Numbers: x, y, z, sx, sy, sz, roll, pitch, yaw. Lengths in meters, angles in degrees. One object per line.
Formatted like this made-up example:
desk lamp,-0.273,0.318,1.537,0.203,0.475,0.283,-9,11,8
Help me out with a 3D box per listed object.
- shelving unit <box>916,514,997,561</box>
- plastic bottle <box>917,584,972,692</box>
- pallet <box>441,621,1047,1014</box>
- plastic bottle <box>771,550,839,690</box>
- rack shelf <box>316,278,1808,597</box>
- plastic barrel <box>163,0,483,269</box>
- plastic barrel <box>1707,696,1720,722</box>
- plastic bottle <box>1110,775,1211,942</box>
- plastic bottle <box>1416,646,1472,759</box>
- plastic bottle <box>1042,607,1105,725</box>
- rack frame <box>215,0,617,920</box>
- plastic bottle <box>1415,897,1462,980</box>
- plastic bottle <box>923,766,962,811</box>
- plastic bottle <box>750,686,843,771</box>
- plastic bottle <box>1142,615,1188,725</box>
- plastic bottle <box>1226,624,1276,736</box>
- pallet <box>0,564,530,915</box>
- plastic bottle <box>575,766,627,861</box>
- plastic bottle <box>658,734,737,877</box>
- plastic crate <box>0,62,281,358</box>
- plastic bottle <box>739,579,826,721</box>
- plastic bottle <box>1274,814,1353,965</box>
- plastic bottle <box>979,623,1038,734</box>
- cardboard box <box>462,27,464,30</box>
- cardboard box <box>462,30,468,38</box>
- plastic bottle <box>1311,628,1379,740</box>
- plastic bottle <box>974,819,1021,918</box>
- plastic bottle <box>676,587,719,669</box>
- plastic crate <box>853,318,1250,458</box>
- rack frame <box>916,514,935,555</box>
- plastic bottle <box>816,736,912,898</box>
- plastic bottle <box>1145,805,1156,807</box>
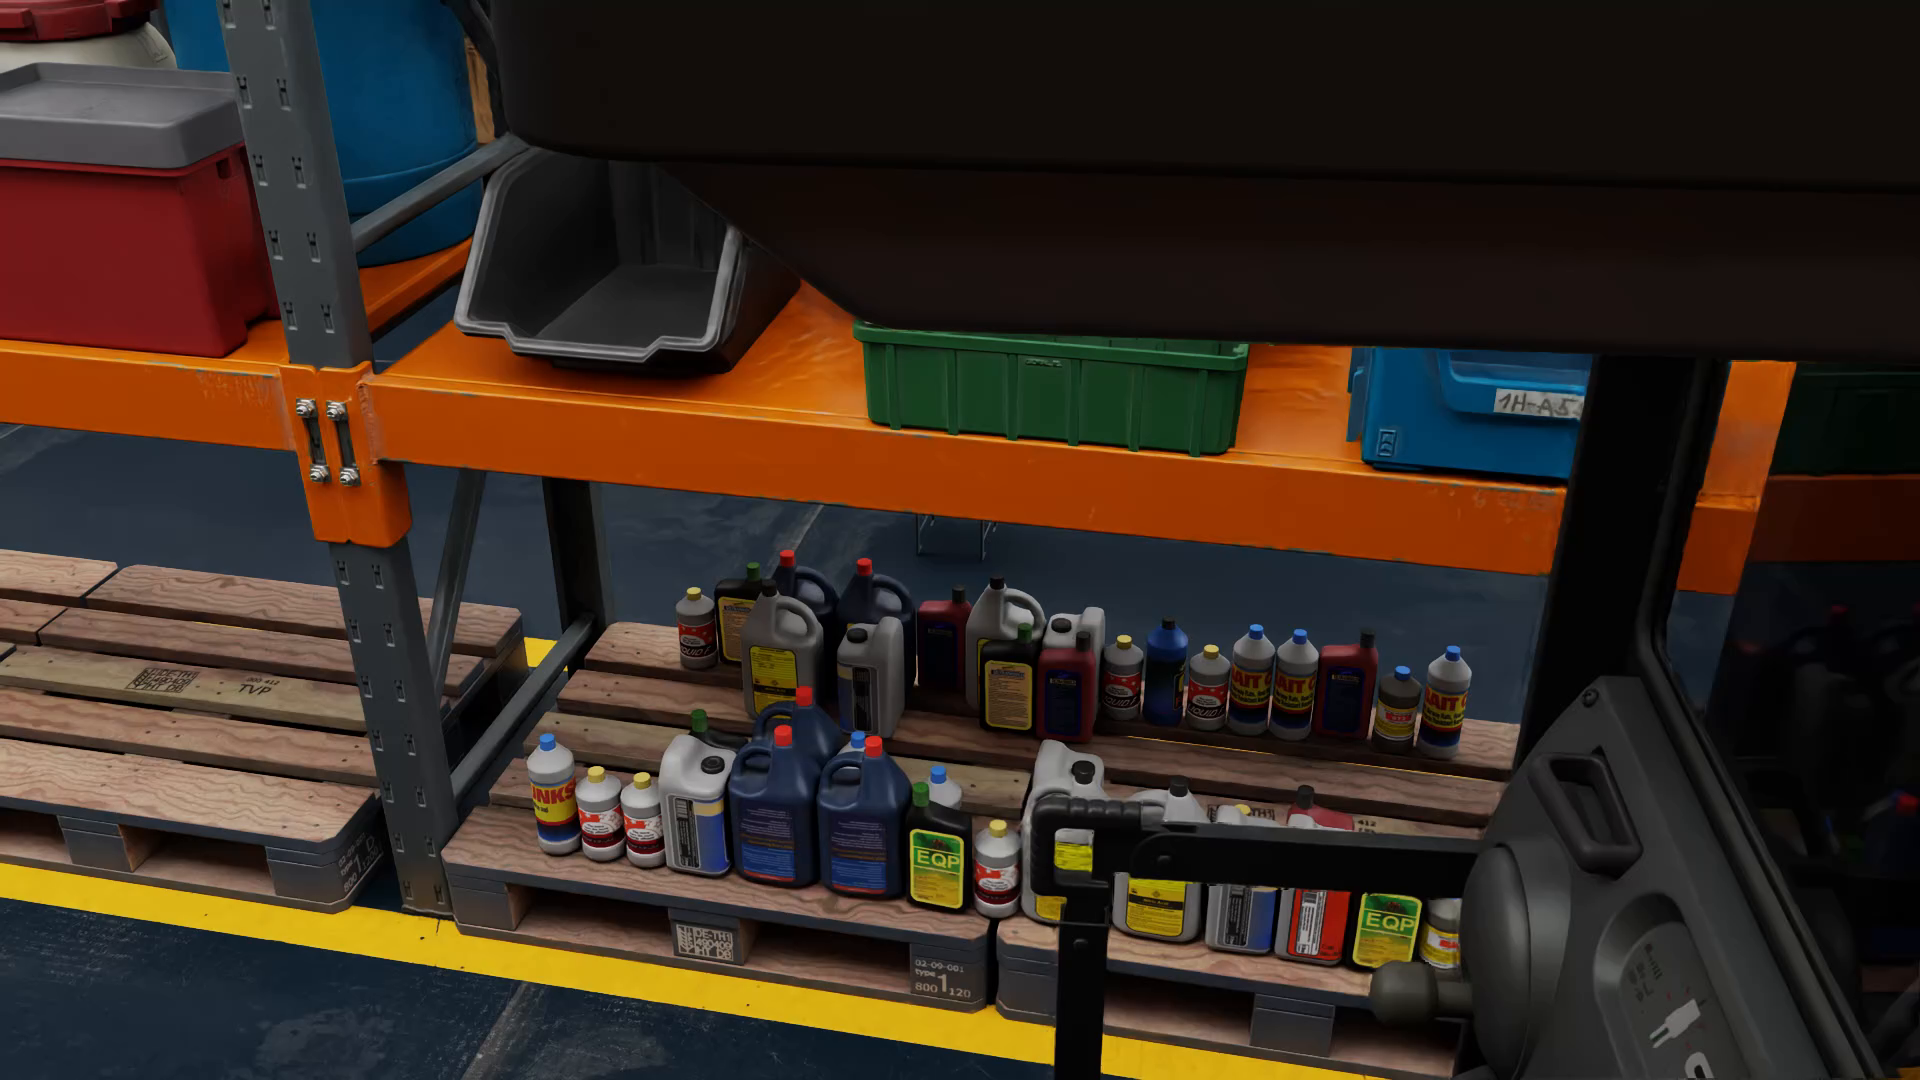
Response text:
shelving unit,-0.008,-0.396,5.035,0.210,0.900,0.258,6,29,11
plastic bottle,-0.037,0.234,4.070,0.133,0.283,0.061,8,30,14
pallet,-0.435,0.600,3.934,1.213,0.211,1.003,6,29,11
plastic bottle,-0.393,0.188,4.083,0.185,0.351,0.144,5,29,9
rack shelf,0.873,-0.194,3.230,4.000,0.370,1.077,6,29,11
plastic barrel,-1.398,-1.111,3.634,0.708,0.901,0.600,6,29,11
plastic barrel,1.679,0.518,3.334,0.421,0.512,0.421,0,29,0
plastic bottle,0.402,0.615,3.303,0.185,0.351,0.144,7,29,13
plastic bottle,1.121,0.367,3.840,0.097,0.271,0.097,0,29,0
plastic bottle,0.269,0.291,3.973,0.135,0.276,0.152,6,29,11
rack frame,-1.083,-0.710,3.423,0.127,3.000,1.000,6,29,11
plastic bottle,0.941,0.747,3.217,0.097,0.201,0.097,0,29,0
plastic bottle,-0.044,0.586,3.440,0.097,0.271,0.097,0,29,0
plastic bottle,-0.350,0.467,3.574,0.185,0.351,0.144,6,29,11
plastic bottle,0.490,0.302,3.958,0.097,0.271,0.097,0,29,0
plastic bottle,0.688,0.322,3.921,0.097,0.271,0.097,0,29,0
pallet,-1.859,0.453,4.203,1.213,0.211,1.003,6,29,11
plastic bottle,-0.764,0.572,3.537,0.097,0.201,0.097,0,29,0
plastic bottle,-0.541,0.549,3.502,0.135,0.276,0.152,7,29,12
plastic crate,-1.621,-0.643,3.234,0.583,0.464,0.402,6,29,11
plastic bottle,-0.423,0.256,3.959,0.185,0.351,0.144,6,29,11
plastic bottle,0.700,0.676,3.269,0.135,0.276,0.152,6,29,11
plastic bottle,0.114,0.320,3.912,0.133,0.283,0.061,6,29,11
cardboard box,-2.778,-2.761,8.534,0.500,0.250,0.500,9,30,16
cardboard box,-2.756,-2.426,8.703,0.500,0.500,0.700,3,29,6
plastic bottle,0.903,0.330,3.894,0.133,0.283,0.061,6,29,11
plastic bottle,0.076,0.659,3.379,0.097,0.201,0.097,0,29,0
plastic bottle,-0.663,0.215,4.190,0.097,0.201,0.097,0,29,0
plastic crate,0.186,-0.348,2.983,0.662,0.188,0.450,6,29,11
rack frame,-0.107,-0.406,5.054,0.006,0.900,0.240,6,29,11
plastic bottle,-0.196,0.554,3.415,0.185,0.351,0.144,5,29,8
plastic bottle,0.384,0.619,3.451,0.097,0.201,0.097,0,29,0
